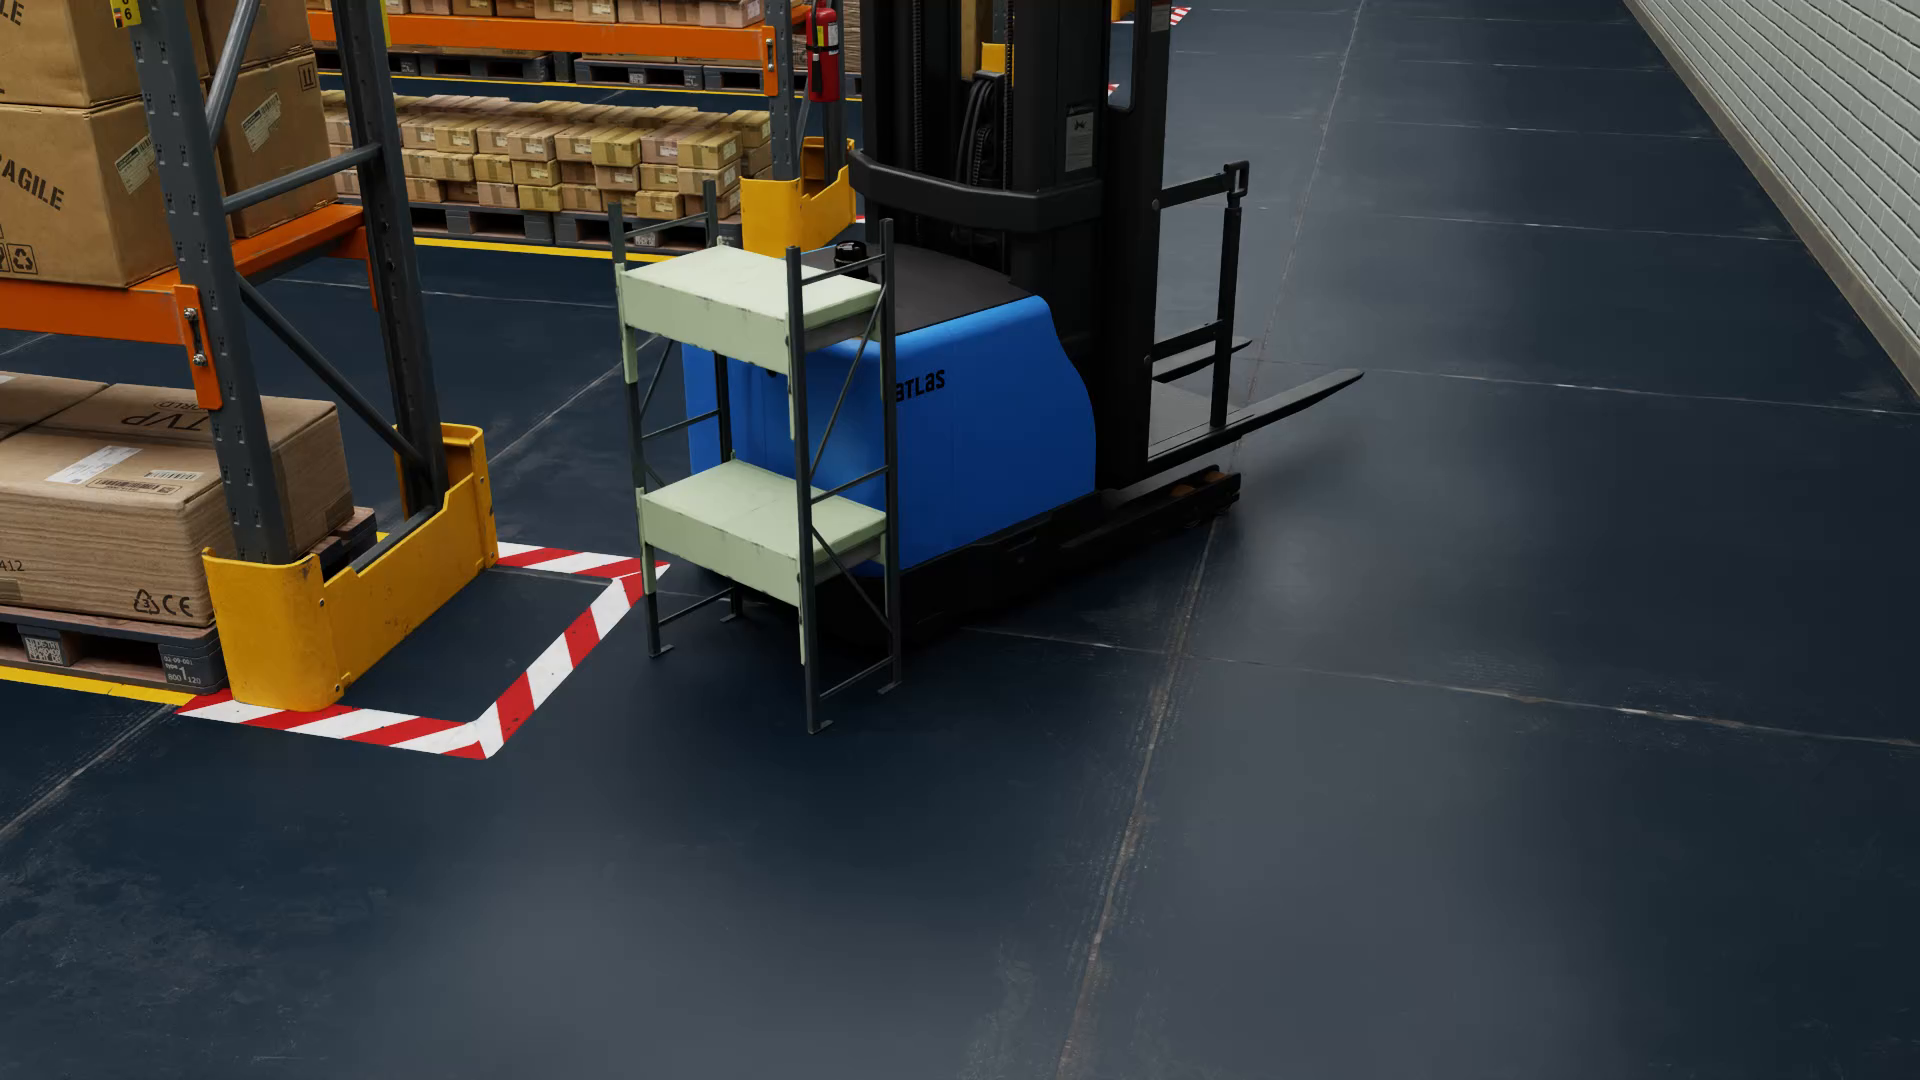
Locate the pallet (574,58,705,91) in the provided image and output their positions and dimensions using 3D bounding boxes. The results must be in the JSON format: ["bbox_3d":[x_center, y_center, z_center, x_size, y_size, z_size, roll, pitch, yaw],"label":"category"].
[{"bbox_3d":[-2.701,-4.261,14.954,1.213,0.211,1.003,6,26,13],"label":"pallet"}]

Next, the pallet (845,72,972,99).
[{"bbox_3d":[-0.337,-3.999,14.405,1.213,0.211,1.003,6,26,13],"label":"pallet"}]

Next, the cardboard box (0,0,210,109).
[{"bbox_3d":[-2.538,-1.529,4.692,0.500,0.500,0.500,7,26,15],"label":"cardboard box"}]

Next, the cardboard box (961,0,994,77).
[{"bbox_3d":[-0.183,-4.471,14.135,0.875,0.875,0.875,6,26,13],"label":"cardboard box"}]

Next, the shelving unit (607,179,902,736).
[{"bbox_3d":[-0.603,-0.257,5.045,0.755,1.500,0.431,20,32,36],"label":"shelving unit"}]

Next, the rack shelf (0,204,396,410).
[{"bbox_3d":[-3.949,-0.969,5.633,4.000,0.370,1.077,6,26,13],"label":"rack shelf"}]

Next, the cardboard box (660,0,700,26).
[{"bbox_3d":[-1.494,-2.997,9.349,0.250,0.149,0.380,6,26,13],"label":"cardboard box"}]

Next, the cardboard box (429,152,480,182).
[{"bbox_3d":[-2.985,-2.284,10.040,0.250,0.149,0.380,7,26,14],"label":"cardboard box"}]

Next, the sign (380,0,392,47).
[{"bbox_3d":[-1.868,-1.737,5.309,0.005,0.325,0.100,6,26,13],"label":"sign"}]

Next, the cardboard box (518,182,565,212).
[{"bbox_3d":[-2.452,-2.095,9.989,0.250,0.149,0.380,5,26,11],"label":"cardboard box"}]

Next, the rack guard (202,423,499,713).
[{"bbox_3d":[-1.988,0.051,5.560,0.348,0.500,1.175,6,26,13],"label":"rack guard"}]

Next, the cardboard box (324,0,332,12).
[{"bbox_3d":[-3.528,-3.210,9.796,0.250,0.149,0.380,7,26,14],"label":"cardboard box"}]

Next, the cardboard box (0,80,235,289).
[{"bbox_3d":[-2.545,-1.066,4.884,0.500,0.500,0.500,6,26,13],"label":"cardboard box"}]

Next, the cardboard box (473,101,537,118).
[{"bbox_3d":[-2.846,-2.640,10.441,0.250,0.149,0.380,6,26,13],"label":"cardboard box"}]

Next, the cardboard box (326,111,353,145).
[{"bbox_3d":[-3.701,-2.548,10.249,0.250,0.149,0.380,6,26,12],"label":"cardboard box"}]

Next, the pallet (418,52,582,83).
[{"bbox_3d":[-4.184,-4.426,15.301,1.213,0.211,1.003,6,26,13],"label":"pallet"}]

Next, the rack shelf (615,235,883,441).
[{"bbox_3d":[-0.603,-0.609,4.877,0.720,0.370,0.431,20,32,36],"label":"rack shelf"}]

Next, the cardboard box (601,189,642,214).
[{"bbox_3d":[-1.947,-2.073,9.942,0.250,0.149,0.380,6,26,13],"label":"cardboard box"}]

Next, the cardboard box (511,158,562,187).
[{"bbox_3d":[-2.467,-2.231,9.928,0.250,0.149,0.380,7,26,14],"label":"cardboard box"}]

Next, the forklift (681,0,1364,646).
[{"bbox_3d":[0.449,-1.509,6.010,3.031,2.935,1.130,-22,33,-39],"label":"forklift"}]

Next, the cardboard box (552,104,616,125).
[{"bbox_3d":[-2.336,-2.605,10.369,0.250,0.149,0.380,7,26,15],"label":"cardboard box"}]

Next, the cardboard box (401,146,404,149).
[{"bbox_3d":[-3.446,-2.374,10.229,0.250,0.149,0.380,8,26,15],"label":"cardboard box"}]

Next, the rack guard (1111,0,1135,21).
[{"bbox_3d":[1.716,-6.142,18.569,0.348,0.500,1.175,6,26,13],"label":"rack guard"}]

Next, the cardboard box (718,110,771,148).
[{"bbox_3d":[-1.300,-2.520,10.189,0.250,0.149,0.380,5,26,11],"label":"cardboard box"}]

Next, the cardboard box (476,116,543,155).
[{"bbox_3d":[-2.701,-2.433,10.007,0.250,0.149,0.380,5,26,11],"label":"cardboard box"}]

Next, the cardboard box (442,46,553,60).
[{"bbox_3d":[-4.042,-4.924,15.087,0.875,0.875,1.225,6,26,13],"label":"cardboard box"}]

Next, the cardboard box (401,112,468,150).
[{"bbox_3d":[-3.191,-2.492,10.131,0.250,0.149,0.380,5,26,11],"label":"cardboard box"}]

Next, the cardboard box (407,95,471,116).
[{"bbox_3d":[-3.324,-2.736,10.642,0.250,0.149,0.380,5,26,10],"label":"cardboard box"}]

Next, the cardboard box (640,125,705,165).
[{"bbox_3d":[-1.682,-2.324,9.779,0.250,0.149,0.380,7,26,14],"label":"cardboard box"}]

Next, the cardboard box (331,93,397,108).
[{"bbox_3d":[-3.841,-2.786,10.749,0.250,0.149,0.380,6,26,13],"label":"cardboard box"}]

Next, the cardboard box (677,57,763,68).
[{"bbox_3d":[-1.927,-4.664,14.539,0.875,0.875,0.875,6,26,13],"label":"cardboard box"}]

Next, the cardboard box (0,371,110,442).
[{"bbox_3d":[-3.564,-0.236,5.748,0.875,0.438,0.875,7,26,14],"label":"cardboard box"}]

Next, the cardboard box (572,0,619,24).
[{"bbox_3d":[-1.994,-3.036,9.429,0.250,0.149,0.380,7,26,14],"label":"cardboard box"}]

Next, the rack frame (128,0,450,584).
[{"bbox_3d":[-2.012,-1.080,5.029,0.127,3.000,1.000,6,26,13],"label":"rack frame"}]

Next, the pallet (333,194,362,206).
[{"bbox_3d":[-4.091,-2.263,10.759,1.213,0.211,1.003,6,26,13],"label":"pallet"}]

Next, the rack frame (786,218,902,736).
[{"bbox_3d":[-0.323,-0.156,4.832,0.023,1.500,0.400,20,32,36],"label":"rack frame"}]

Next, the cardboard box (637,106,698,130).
[{"bbox_3d":[-1.809,-2.580,10.315,0.250,0.149,0.380,6,26,13],"label":"cardboard box"}]

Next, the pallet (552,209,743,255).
[{"bbox_3d":[-1.728,-2.002,10.210,1.213,0.211,1.003,6,26,13],"label":"pallet"}]

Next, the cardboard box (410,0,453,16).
[{"bbox_3d":[-2.999,-3.170,9.710,0.250,0.149,0.380,7,26,15],"label":"cardboard box"}]

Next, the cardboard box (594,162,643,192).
[{"bbox_3d":[-1.963,-2.181,9.823,0.250,0.149,0.380,5,26,11],"label":"cardboard box"}]

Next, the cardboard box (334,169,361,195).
[{"bbox_3d":[-3.708,-2.269,10.355,0.250,0.149,0.380,6,26,12],"label":"cardboard box"}]

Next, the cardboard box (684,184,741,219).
[{"bbox_3d":[-1.438,-2.023,9.838,0.250,0.149,0.380,7,26,14],"label":"cardboard box"}]

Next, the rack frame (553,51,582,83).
[{"bbox_3d":[-3.418,-5.634,14.594,0.127,3.000,1.000,6,26,13],"label":"rack frame"}]

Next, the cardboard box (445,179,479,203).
[{"bbox_3d":[-2.938,-2.191,10.191,0.250,0.149,0.380,7,26,14],"label":"cardboard box"}]

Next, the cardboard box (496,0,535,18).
[{"bbox_3d":[-2.489,-3.130,9.627,0.250,0.149,0.380,5,26,11],"label":"cardboard box"}]

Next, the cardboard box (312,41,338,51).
[{"bbox_3d":[-5.767,-5.111,15.479,0.875,0.875,1.225,6,26,13],"label":"cardboard box"}]

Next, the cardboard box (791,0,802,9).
[{"bbox_3d":[-1.109,-3.209,9.793,0.250,0.149,0.380,6,26,13],"label":"cardboard box"}]

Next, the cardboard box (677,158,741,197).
[{"bbox_3d":[-1.459,-2.126,9.708,0.250,0.149,0.380,6,26,12],"label":"cardboard box"}]

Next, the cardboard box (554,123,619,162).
[{"bbox_3d":[-2.199,-2.353,9.839,0.250,0.149,0.380,5,26,11],"label":"cardboard box"}]
